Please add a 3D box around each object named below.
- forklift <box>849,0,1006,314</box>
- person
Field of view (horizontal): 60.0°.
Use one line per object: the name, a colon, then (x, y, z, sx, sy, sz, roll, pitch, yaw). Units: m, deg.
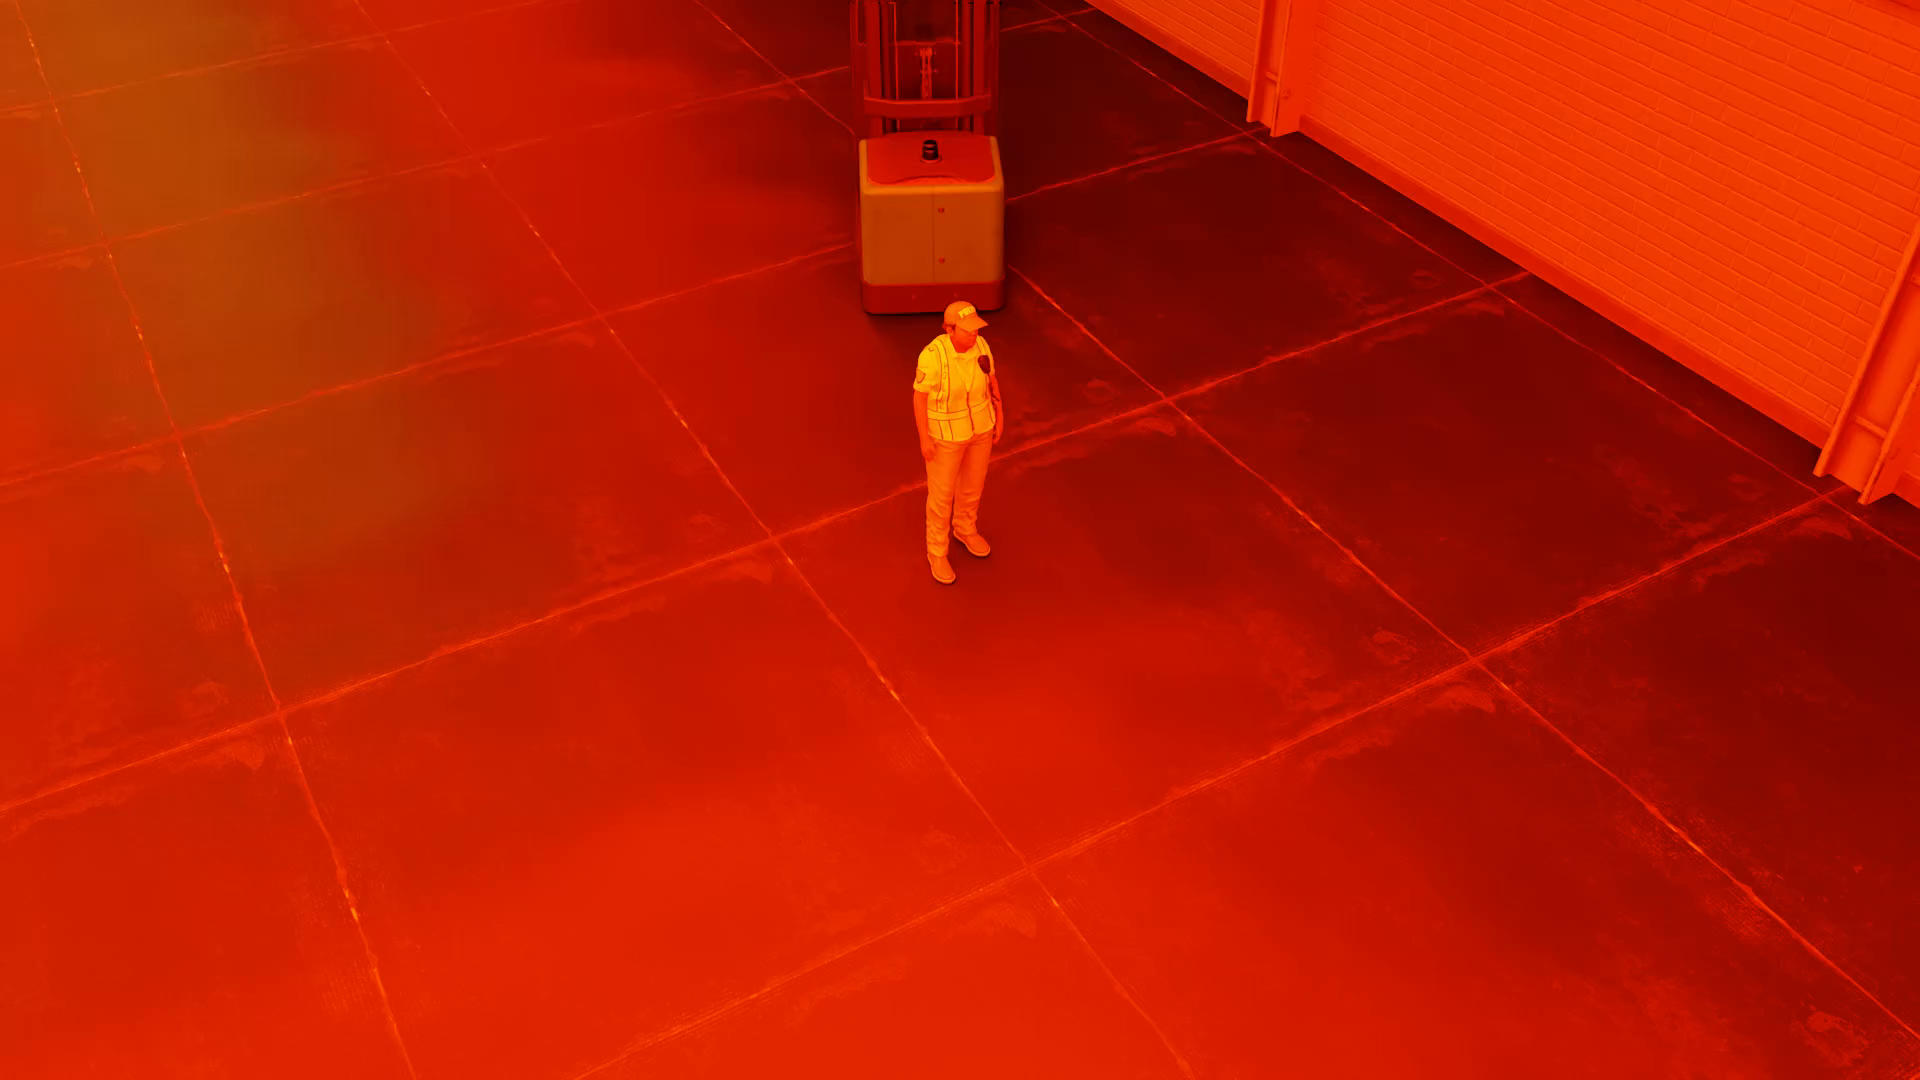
forklift: (-0.275, -3.716, 12.517, 1.130, 2.935, 3.031, -2, 40, -3)
person: (0.019, -0.598, 9.736, 0.599, 1.670, 0.529, -20, 44, -23)
